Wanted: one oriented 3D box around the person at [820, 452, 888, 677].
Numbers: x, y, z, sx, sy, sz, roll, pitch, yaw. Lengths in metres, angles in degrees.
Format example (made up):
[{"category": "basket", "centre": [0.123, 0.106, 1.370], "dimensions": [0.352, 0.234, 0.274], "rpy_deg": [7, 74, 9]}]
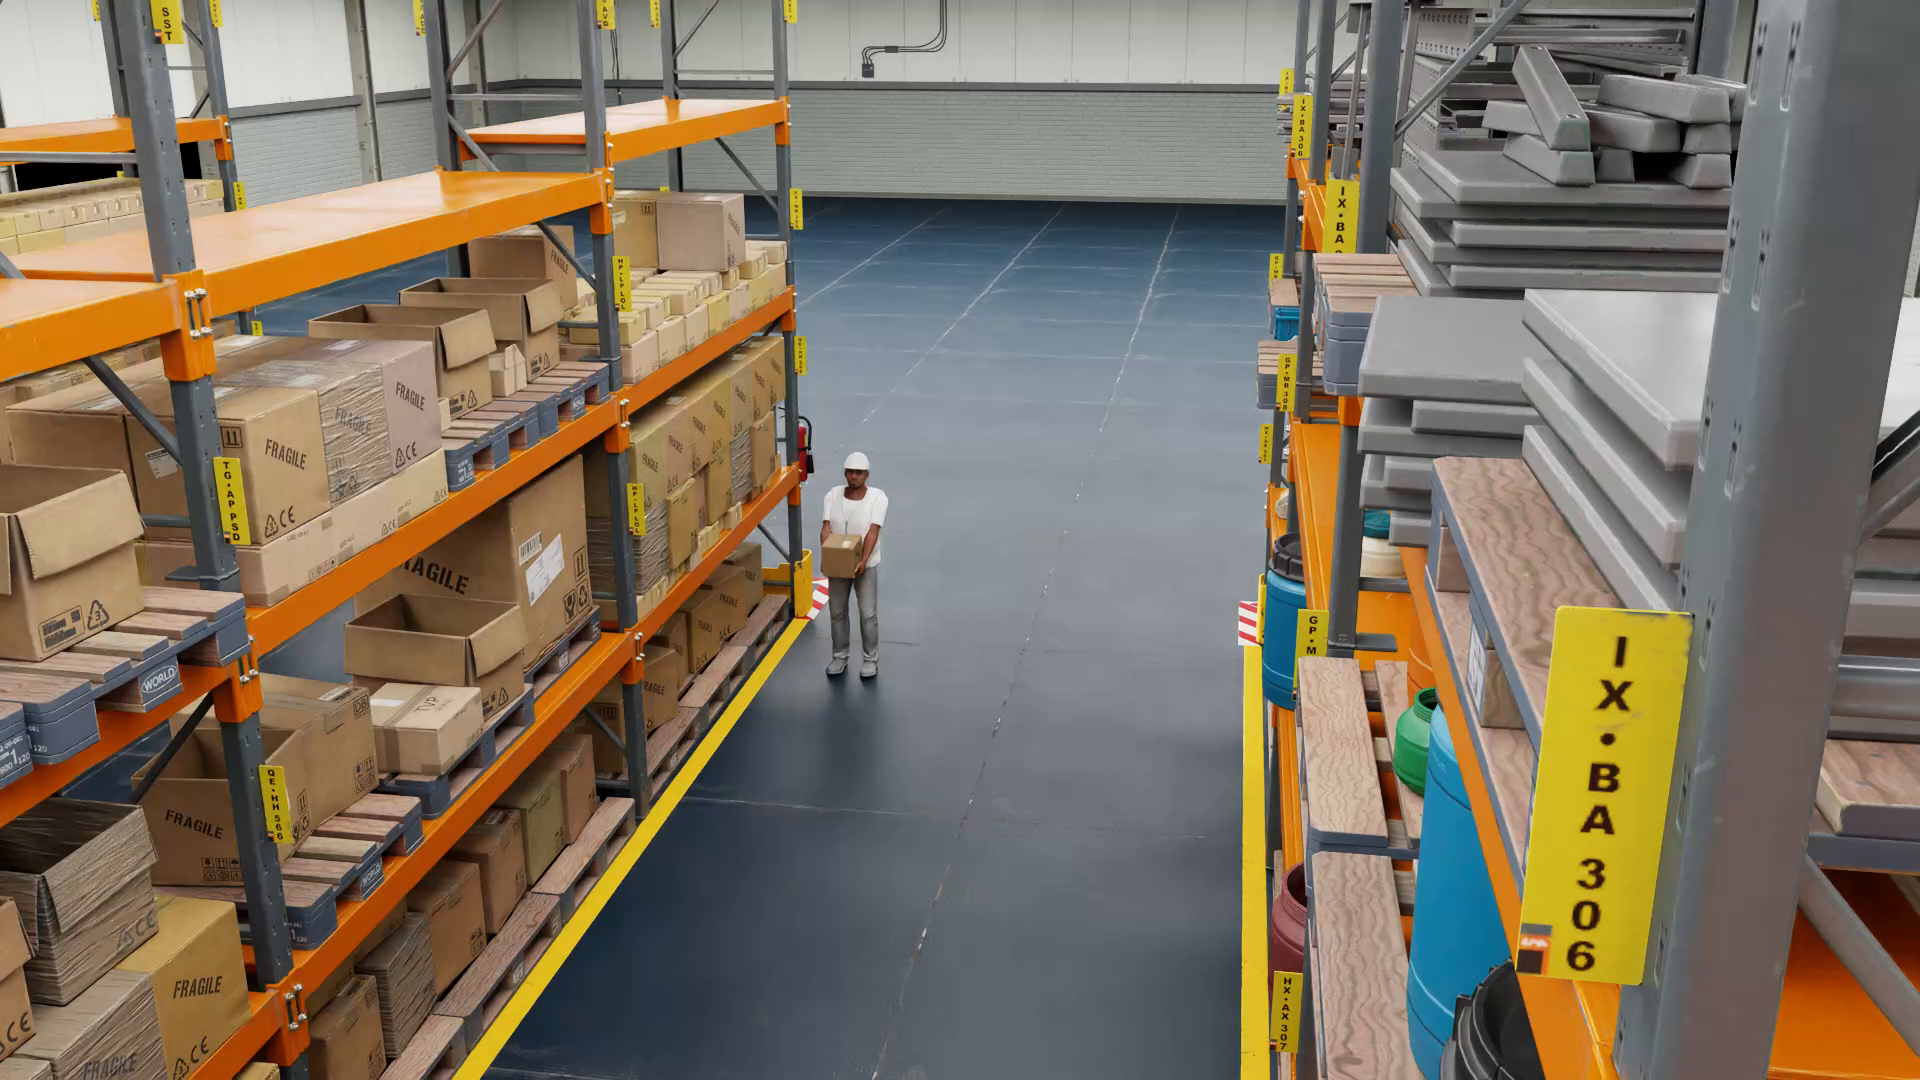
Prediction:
[{"category": "person", "centre": [-0.838, 0.215, 12.835], "dimensions": [0.502, 1.761, 0.587], "rpy_deg": [4, 18, 12]}]
